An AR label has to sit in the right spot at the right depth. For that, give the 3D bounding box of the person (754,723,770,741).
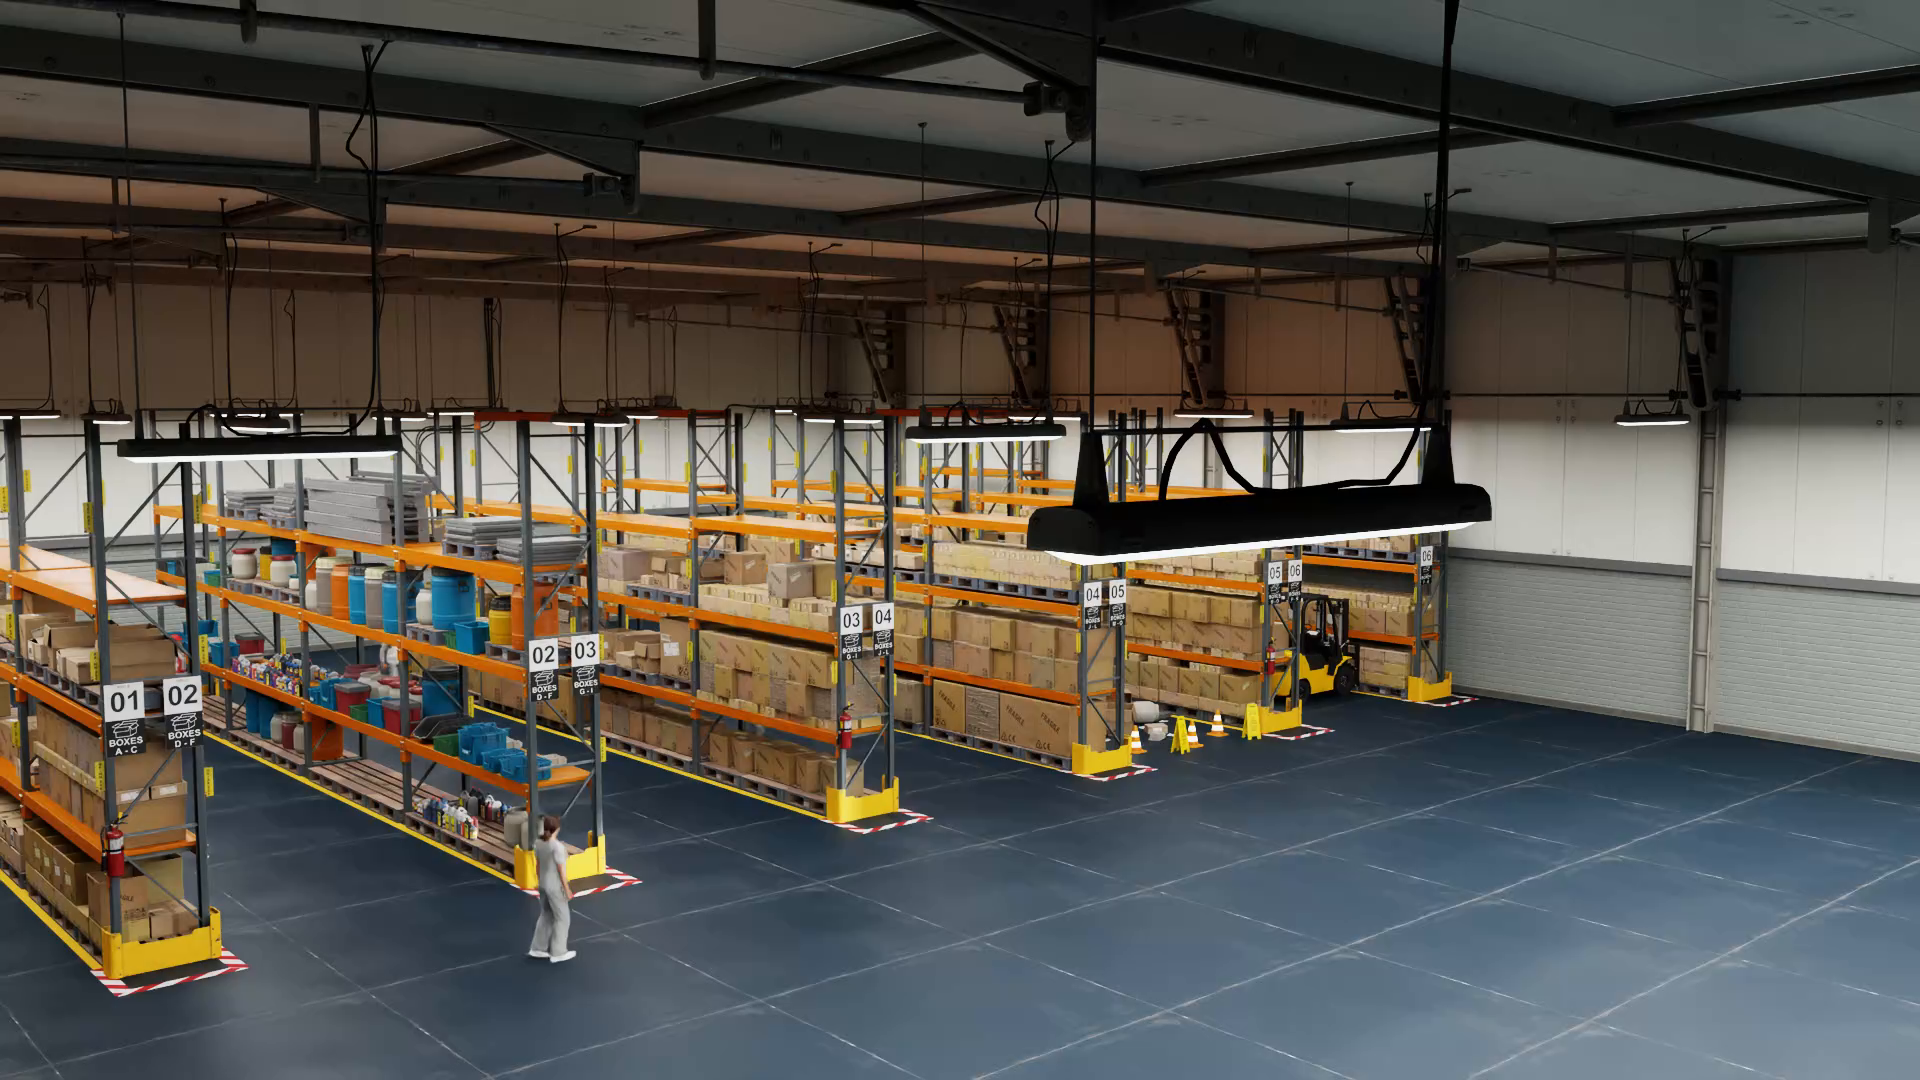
[{"bbox_3d":[-3.623,2.868,30.000,0.426,1.843,0.628,-1,5,-14],"label":"person"}]

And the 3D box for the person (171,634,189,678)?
[{"bbox_3d":[-14.771,2.698,31.589,0.576,1.831,0.552,1,5,15],"label":"person"}]

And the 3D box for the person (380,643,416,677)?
[{"bbox_3d":[-11.461,2.514,33.828,0.677,1.778,0.940,-4,6,-39],"label":"person"}]

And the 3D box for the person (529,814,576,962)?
[{"bbox_3d":[-4.546,3.900,18.591,0.446,1.708,0.518,-4,6,-37],"label":"person"}]
